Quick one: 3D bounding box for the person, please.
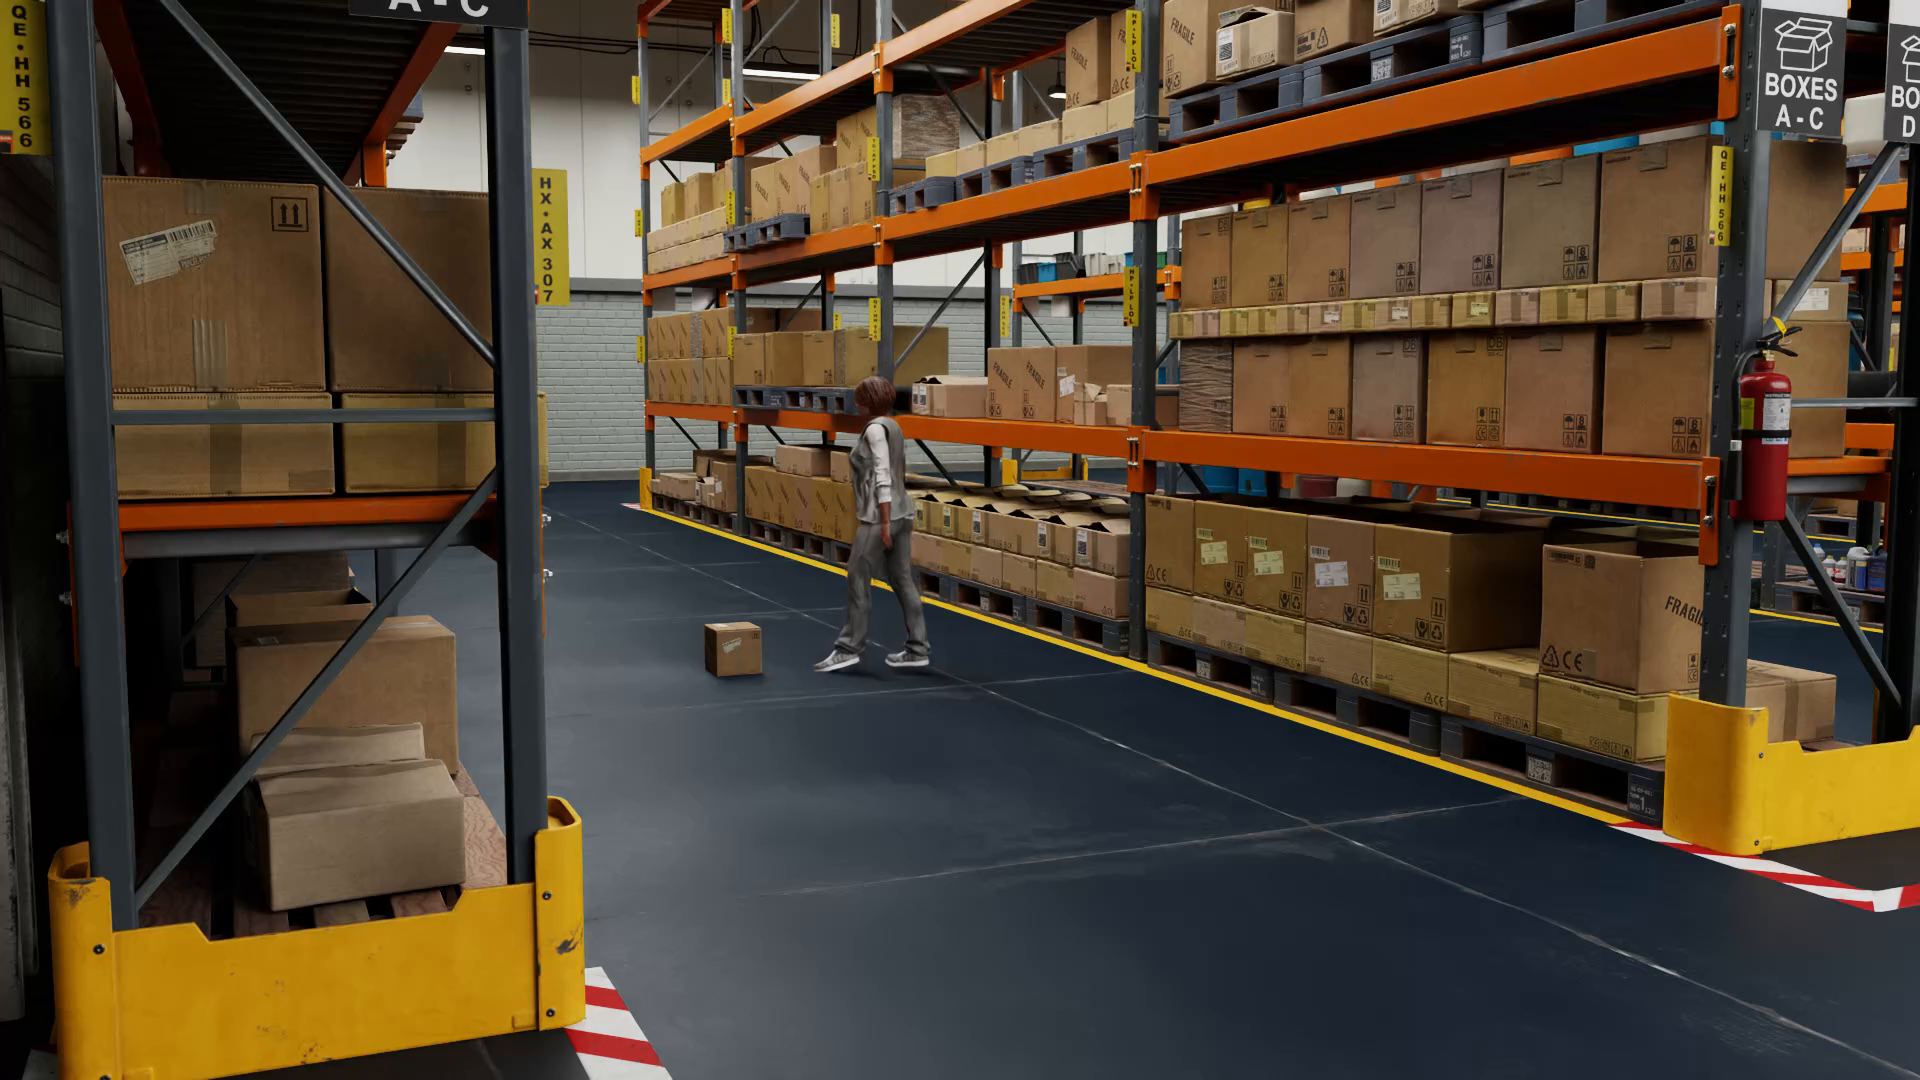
[{"bbox_3d":[-0.457,-0.081,9.026,0.618,1.611,0.419,2,6,22],"label":"person"}]
